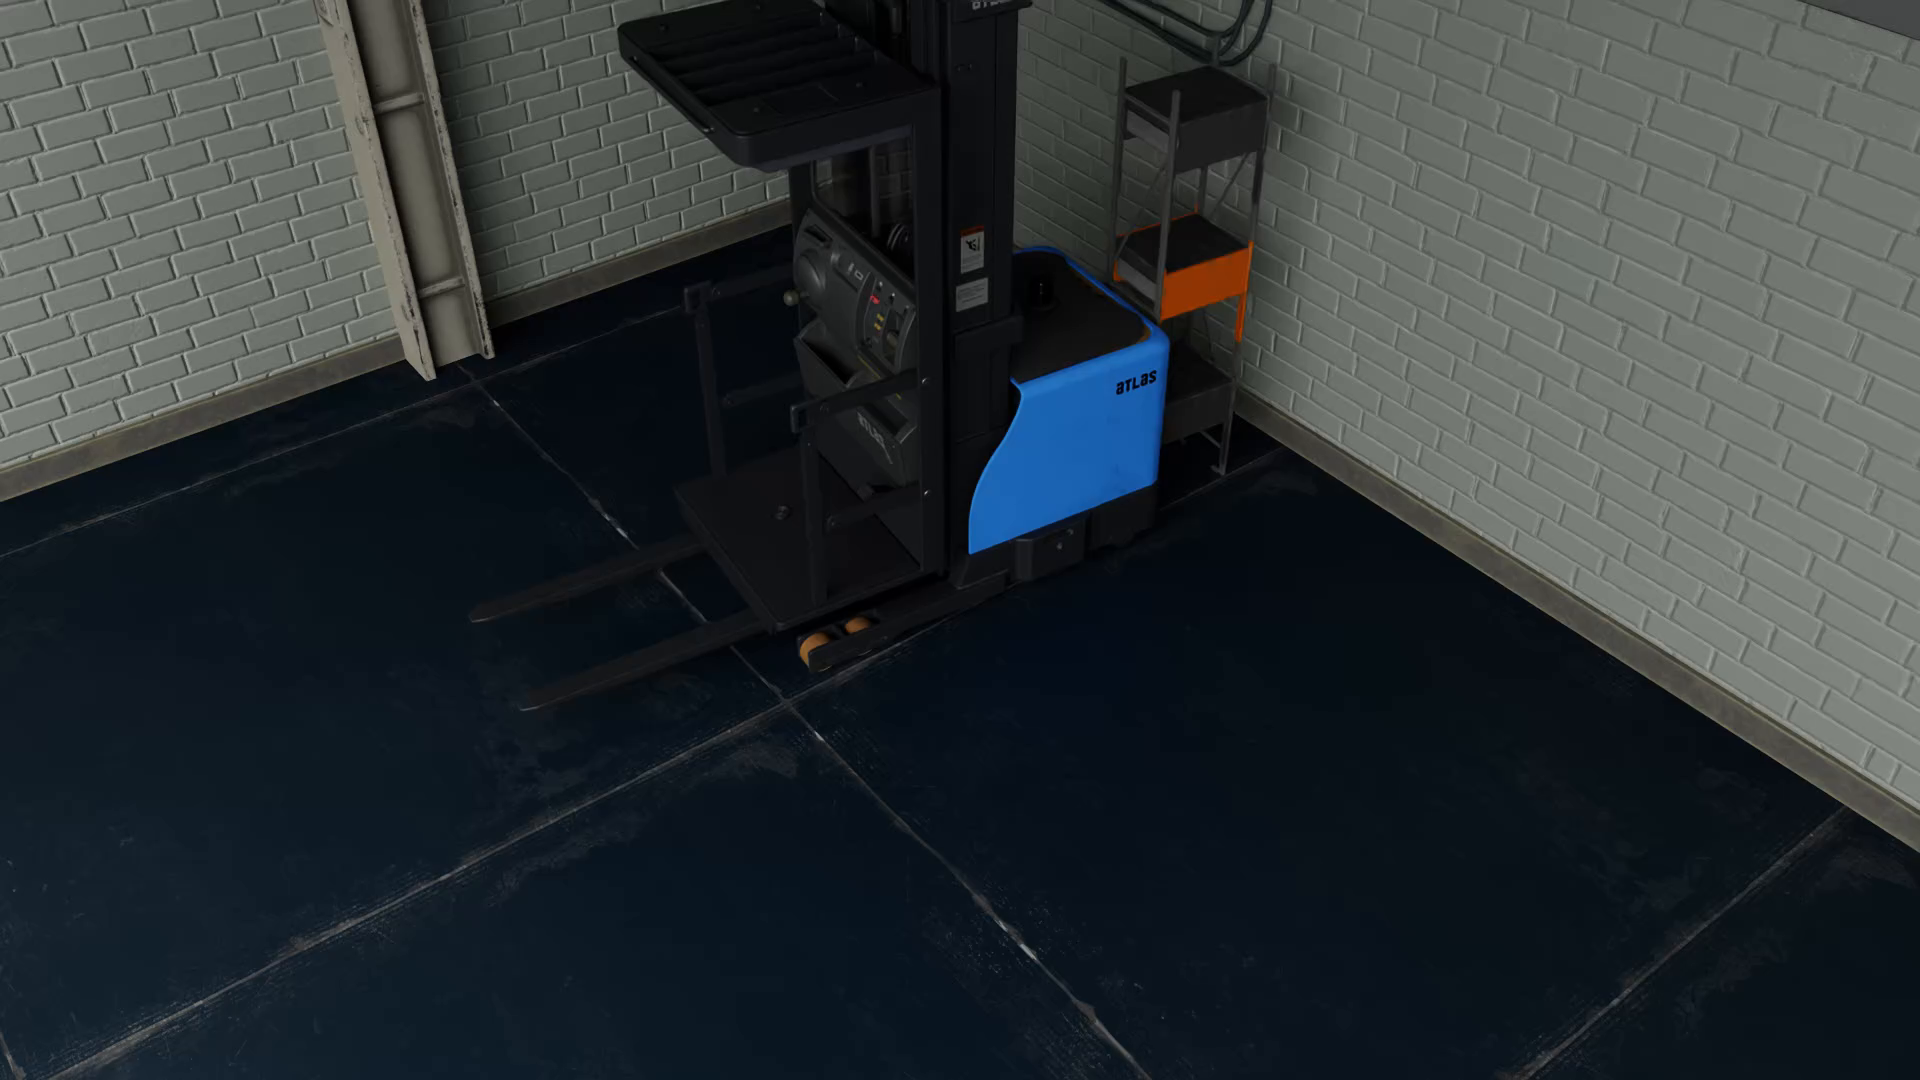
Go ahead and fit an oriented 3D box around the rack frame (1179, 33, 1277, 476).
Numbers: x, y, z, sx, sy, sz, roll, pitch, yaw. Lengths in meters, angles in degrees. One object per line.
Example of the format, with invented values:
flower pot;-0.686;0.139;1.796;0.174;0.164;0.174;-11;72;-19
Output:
rack frame;1.188;-1.234;7.598;0.015;2.100;0.400;-21;44;-23

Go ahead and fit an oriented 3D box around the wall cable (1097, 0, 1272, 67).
wall cable;0.394;-3.744;7.667;0.112;2.526;3.097;-26;46;-28

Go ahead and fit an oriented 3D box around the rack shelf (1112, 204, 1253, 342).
rack shelf;0.979;-1.144;7.510;0.480;0.518;0.431;-21;44;-23

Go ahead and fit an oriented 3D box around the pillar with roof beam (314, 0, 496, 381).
pillar with roof beam;-0.124;-2.306;3.466;0.400;9.000;9.100;-26;46;-28

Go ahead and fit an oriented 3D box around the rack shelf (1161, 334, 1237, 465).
rack shelf;0.979;-0.602;7.954;0.480;0.518;0.431;-21;44;-23

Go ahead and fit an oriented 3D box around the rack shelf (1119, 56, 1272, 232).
rack shelf;0.979;-1.685;7.066;0.480;0.518;0.431;-21;44;-23

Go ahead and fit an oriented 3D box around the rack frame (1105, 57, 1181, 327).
rack frame;0.769;-1.075;7.405;0.015;2.100;0.400;-21;44;-23

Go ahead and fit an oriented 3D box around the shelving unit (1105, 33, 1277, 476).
shelving unit;0.979;-1.154;7.501;0.503;2.100;0.431;-21;44;-23

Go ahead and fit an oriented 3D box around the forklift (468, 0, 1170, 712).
forklift;-0.608;-0.959;6.608;3.031;2.935;1.130;-21;44;-23
